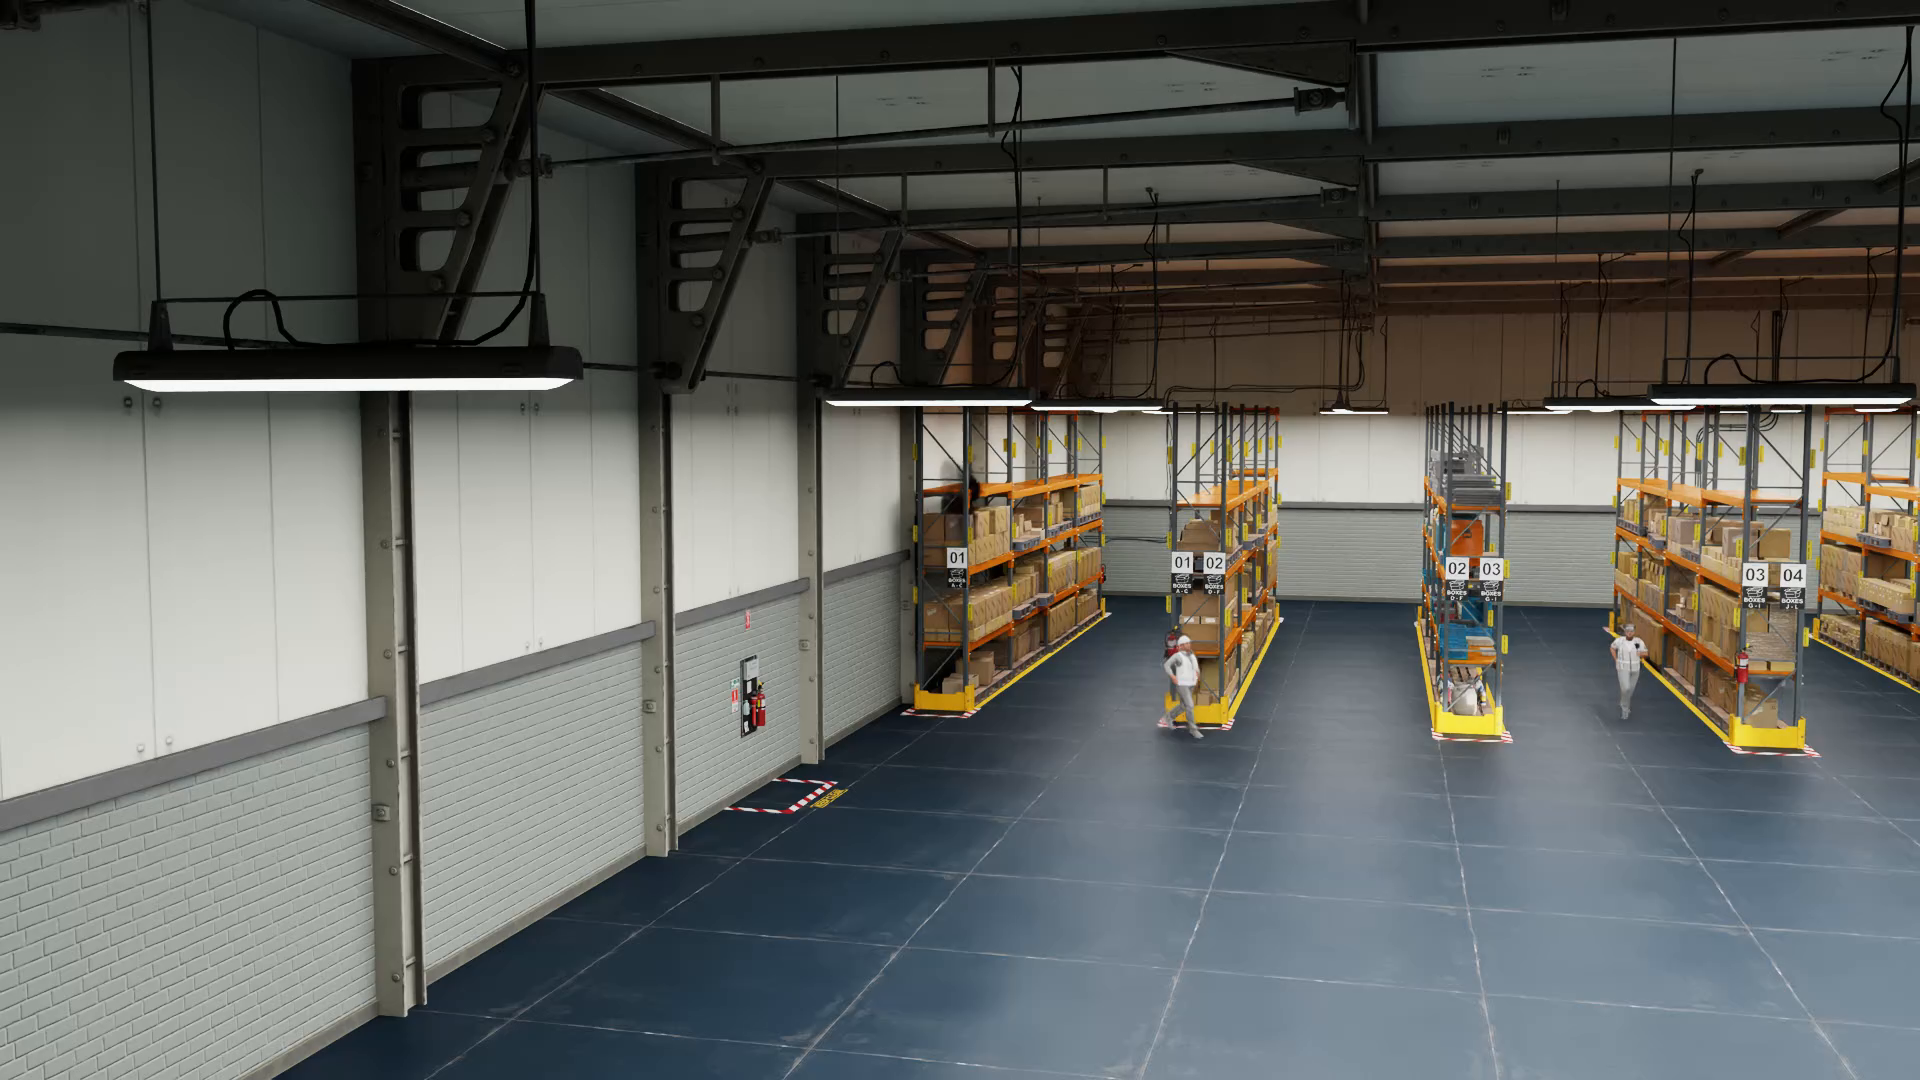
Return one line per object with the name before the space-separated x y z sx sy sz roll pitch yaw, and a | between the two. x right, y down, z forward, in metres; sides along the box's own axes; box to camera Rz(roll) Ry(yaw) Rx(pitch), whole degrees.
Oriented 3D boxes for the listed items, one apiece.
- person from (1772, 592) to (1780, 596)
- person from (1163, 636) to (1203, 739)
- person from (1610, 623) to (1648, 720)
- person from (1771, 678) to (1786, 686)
person | 20.679 1.767 42.057 0.615 1.737 0.828 1 4 13
person | 4.069 2.622 29.976 0.924 1.792 0.701 4 6 42
person | 12.799 2.504 31.787 0.629 1.856 0.811 1 4 9
person | 17.516 2.289 35.546 0.543 1.578 0.882 1 4 14
